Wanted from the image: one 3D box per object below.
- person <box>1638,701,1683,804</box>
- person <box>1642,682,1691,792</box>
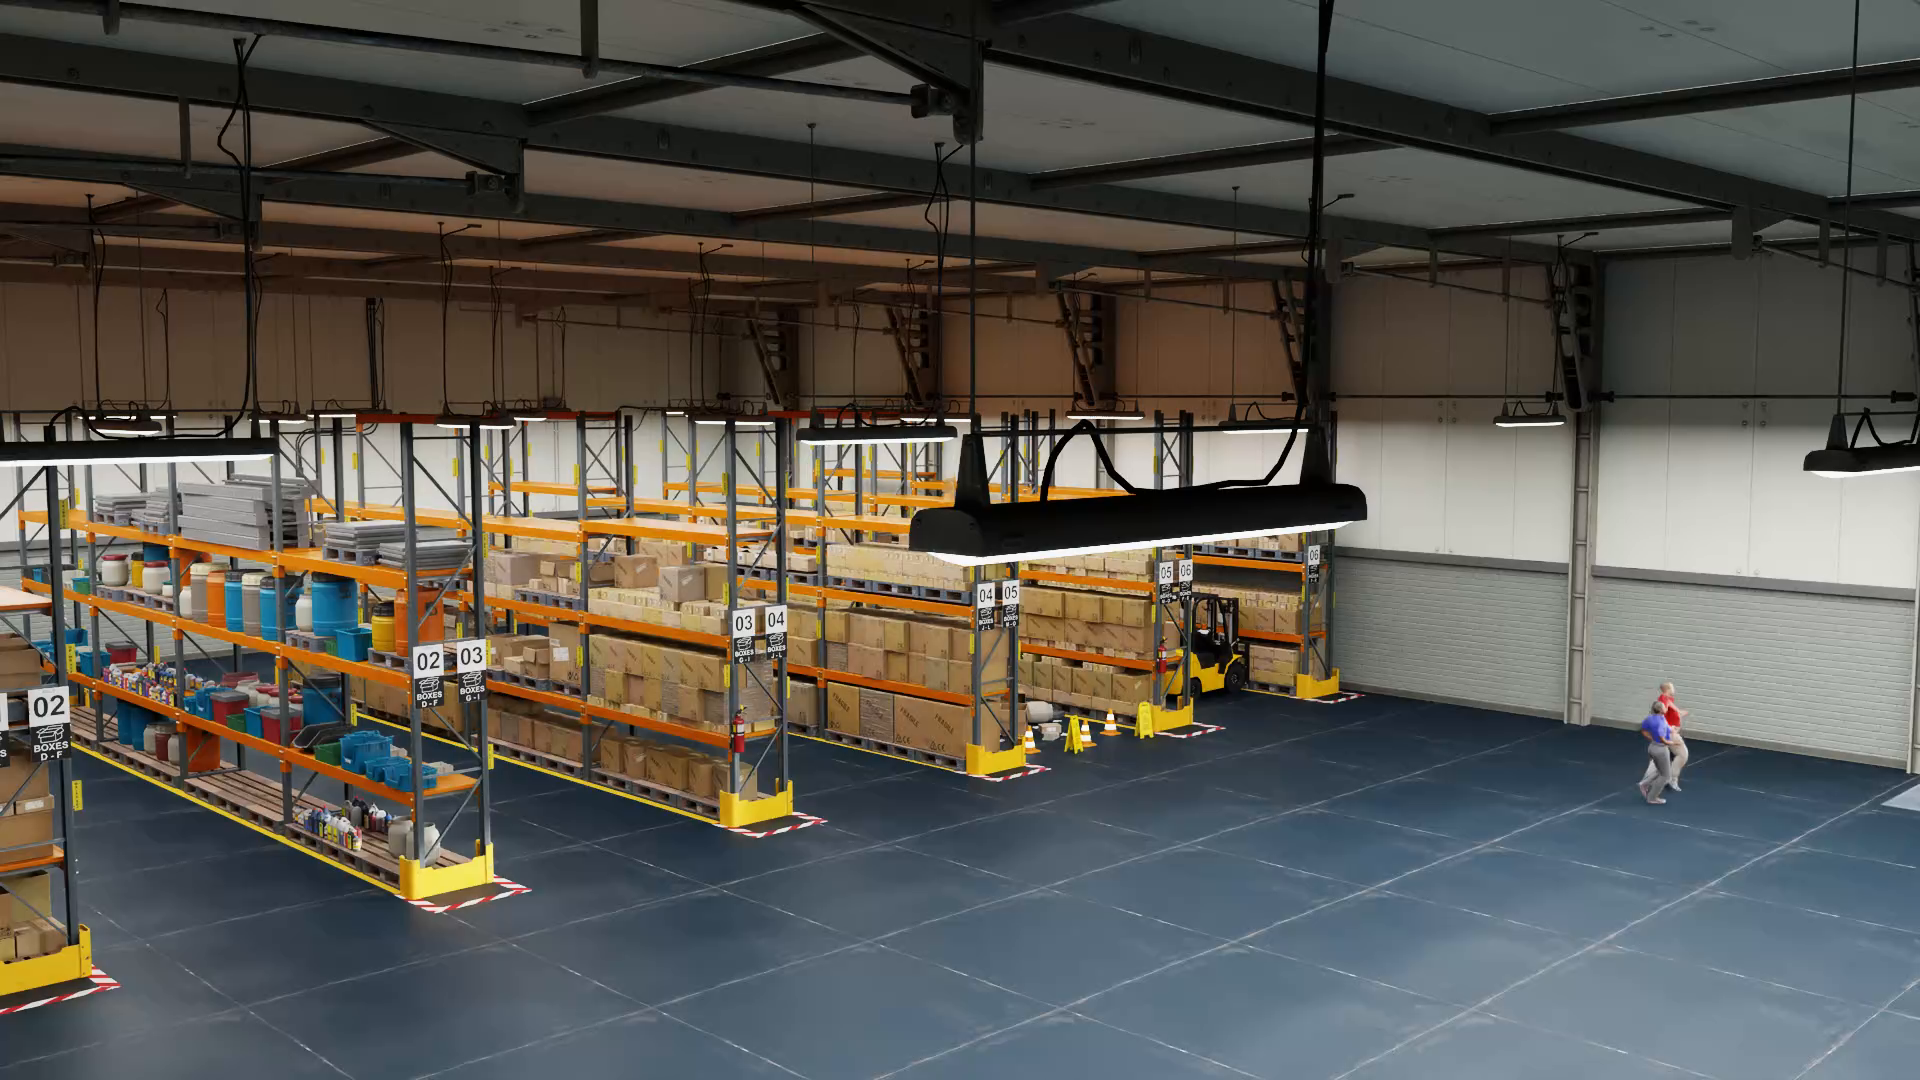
[{"bbox_3d":[10.879,3.285,25.796,0.547,1.608,0.570,0,5,-2],"label":"person"},{"bbox_3d":[11.392,3.167,26.724,0.721,1.790,0.637,0,5,2],"label":"person"}]
